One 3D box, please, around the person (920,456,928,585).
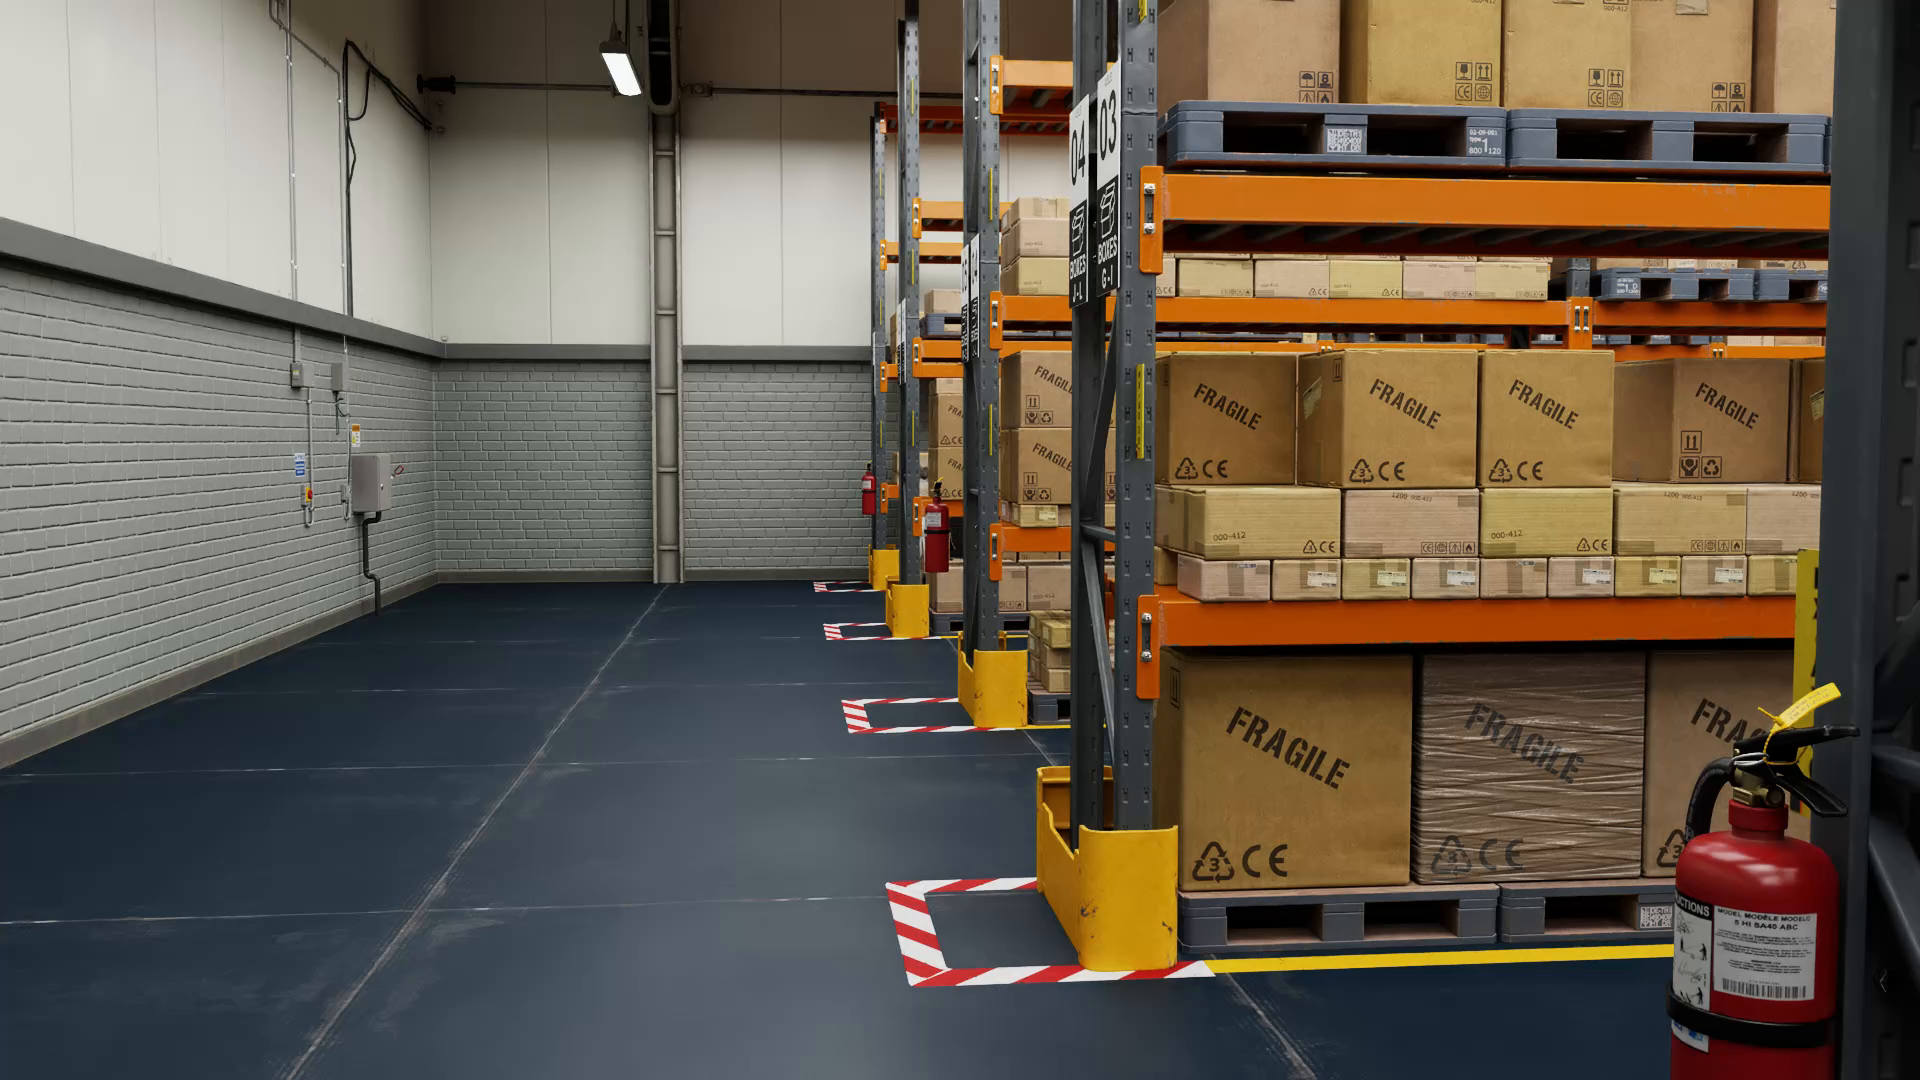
[{"bbox_3d":[-0.394,-0.119,19.001,0.460,1.686,0.564,0,4,-6],"label":"person"}]
